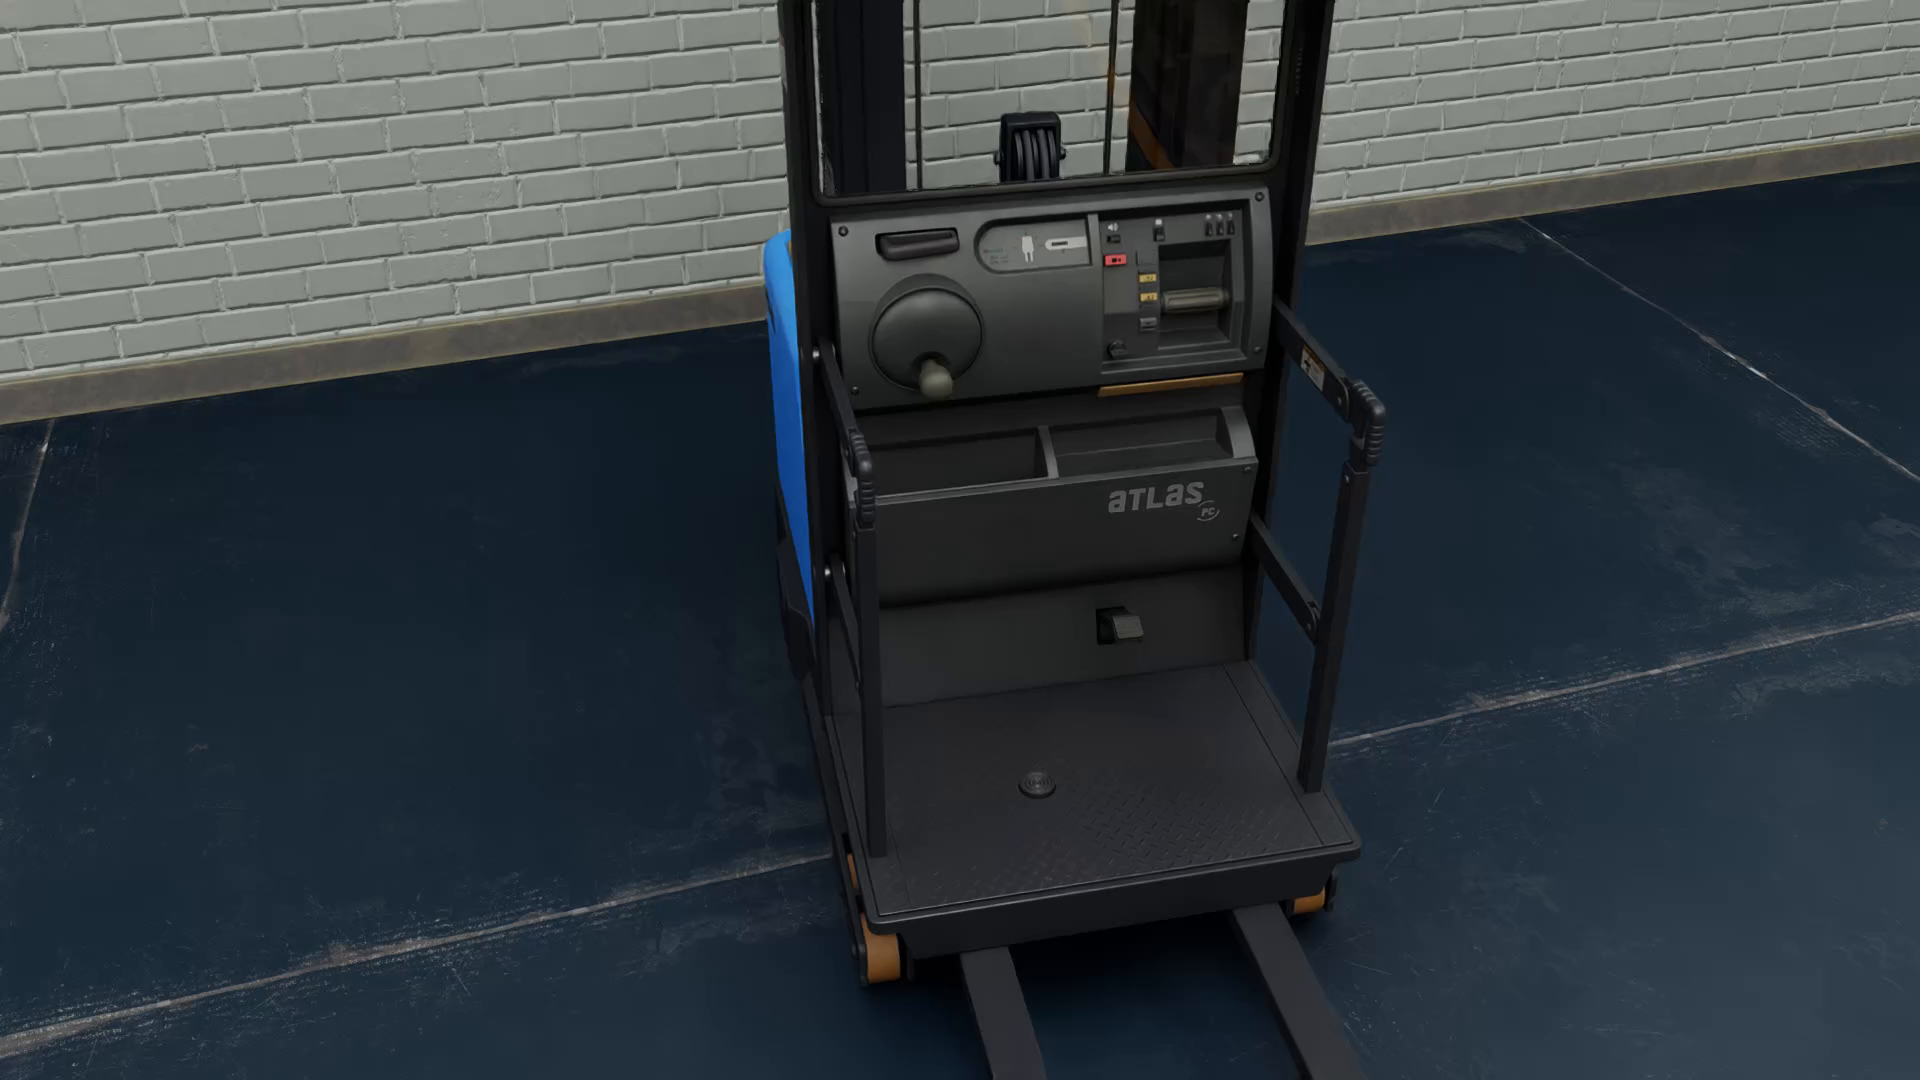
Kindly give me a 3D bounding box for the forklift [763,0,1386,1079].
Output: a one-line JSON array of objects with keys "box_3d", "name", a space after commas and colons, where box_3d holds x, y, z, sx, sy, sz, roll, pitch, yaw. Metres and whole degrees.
[{"box_3d": [0.248, -0.455, 3.279, 1.130, 2.935, 3.031, -7, 34, -10], "name": "forklift"}]
